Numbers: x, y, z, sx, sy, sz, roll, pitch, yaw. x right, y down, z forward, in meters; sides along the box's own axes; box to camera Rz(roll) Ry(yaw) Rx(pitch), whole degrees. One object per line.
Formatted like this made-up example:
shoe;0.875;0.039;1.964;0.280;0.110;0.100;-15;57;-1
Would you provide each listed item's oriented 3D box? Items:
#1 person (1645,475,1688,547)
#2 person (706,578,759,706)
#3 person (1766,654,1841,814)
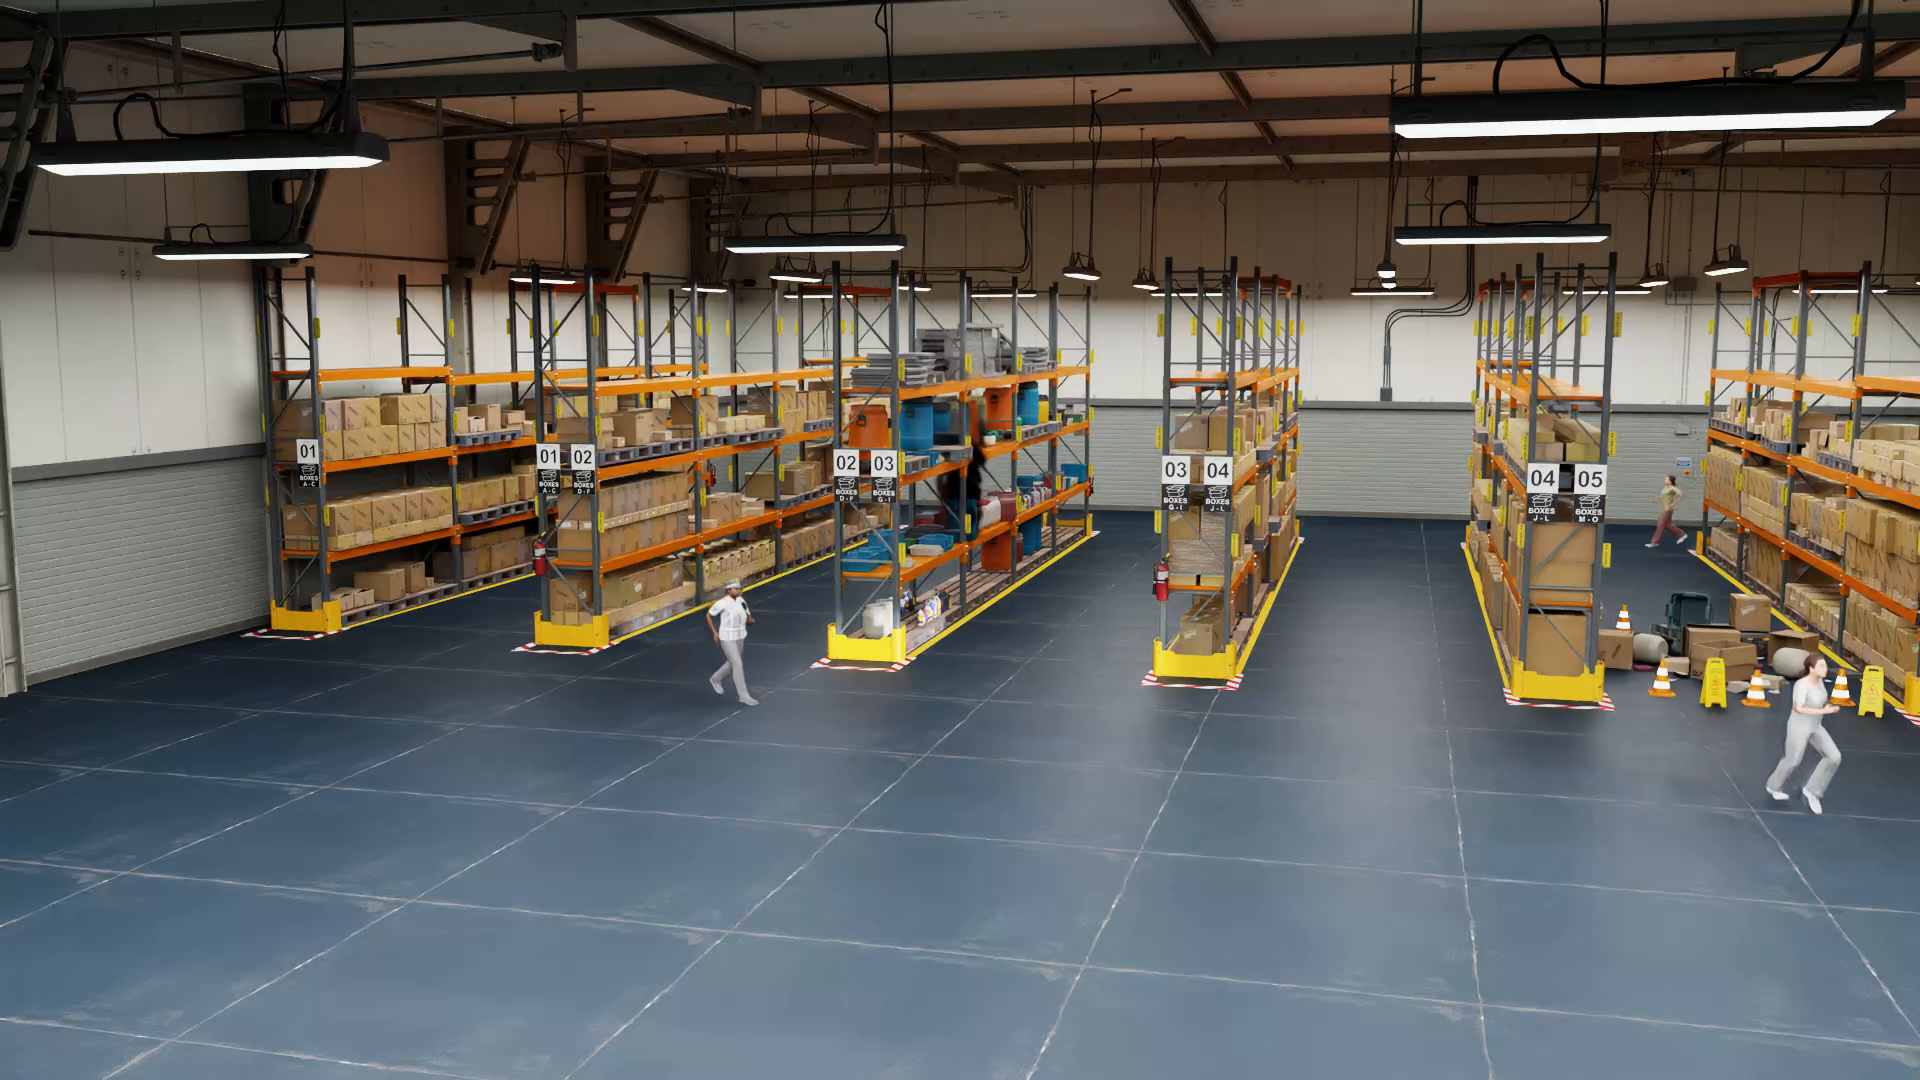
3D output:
person;16.188;-0.661;38.008;0.955;1.667;0.577;1;7;6
person;-3.059;1.325;22.240;0.939;1.683;0.574;5;9;37
person;8.796;1.988;17.330;0.588;1.672;0.812;-4;8;-28
